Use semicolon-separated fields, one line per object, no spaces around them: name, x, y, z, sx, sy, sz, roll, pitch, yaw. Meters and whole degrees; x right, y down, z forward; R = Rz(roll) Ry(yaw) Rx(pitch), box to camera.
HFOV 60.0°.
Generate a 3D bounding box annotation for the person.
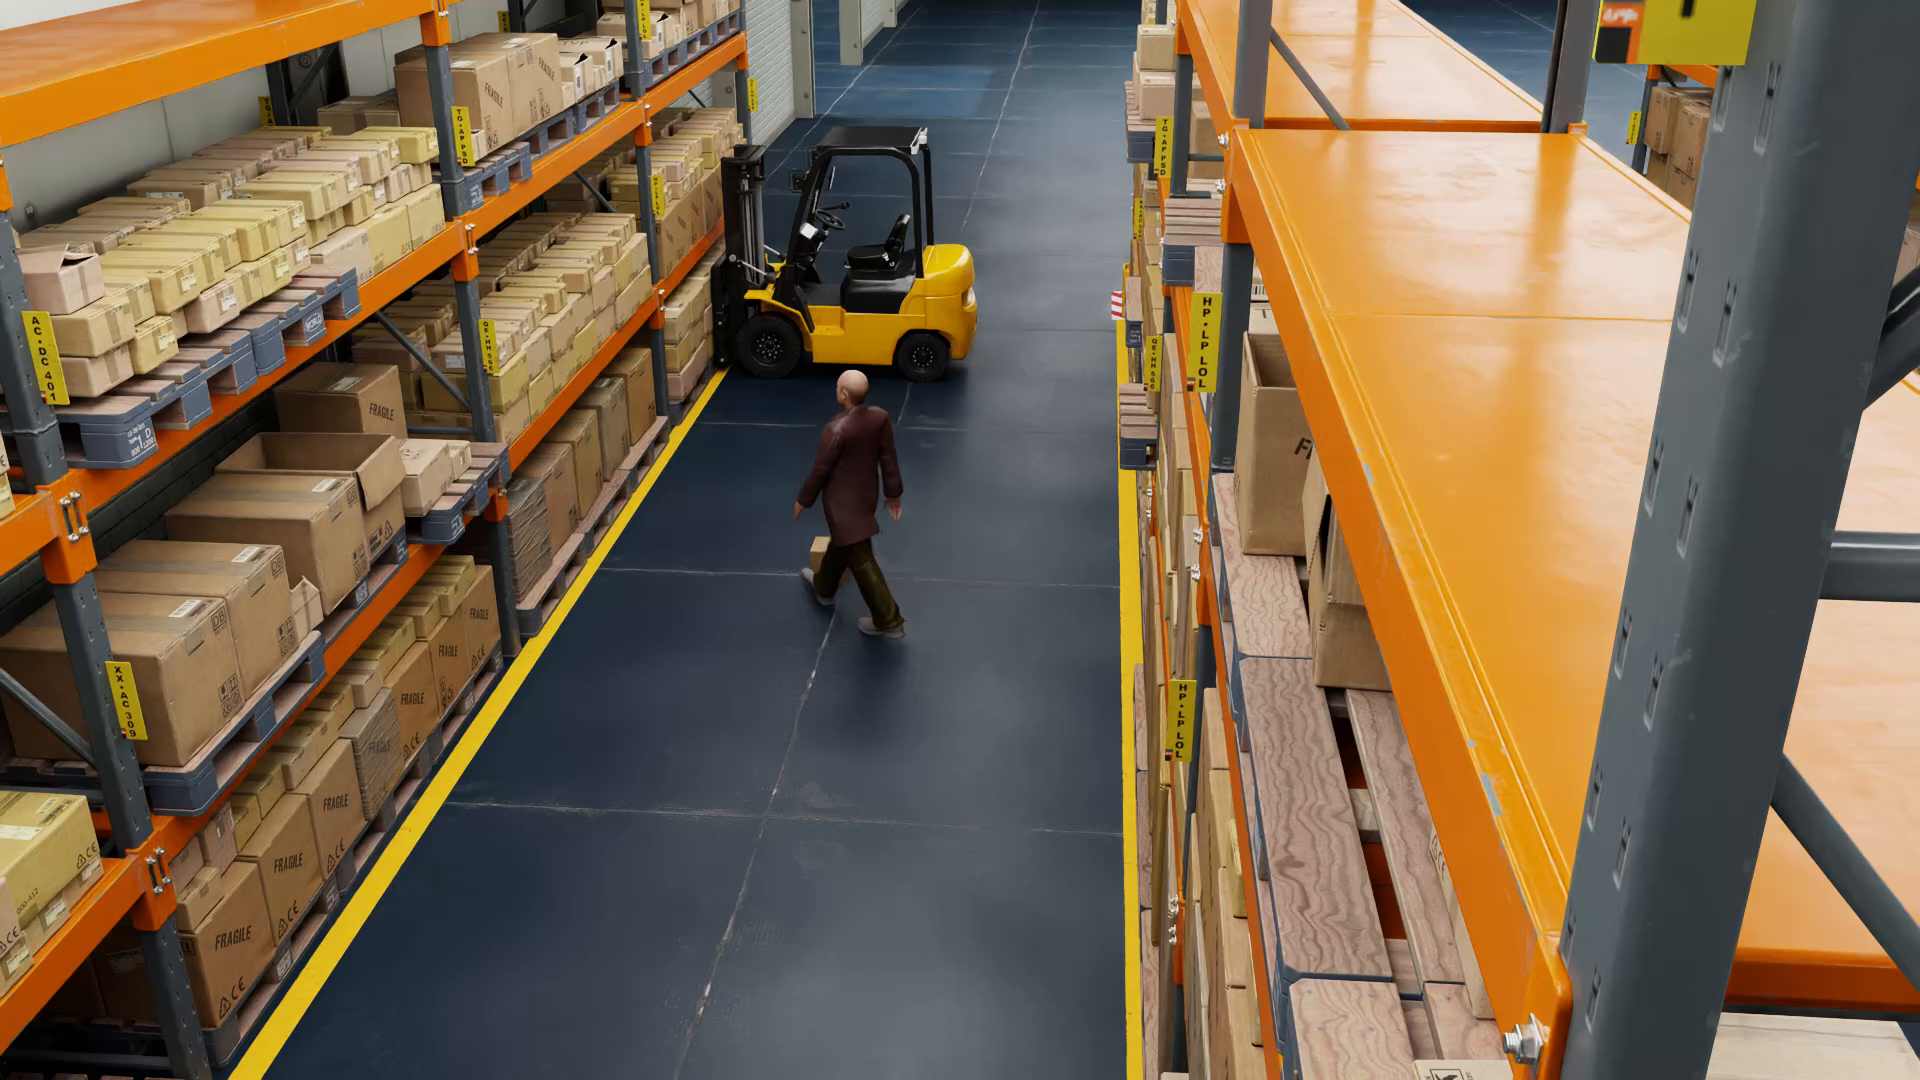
person;-0.748;-0.278;10.645;1.076;1.728;0.630;17;29;33
